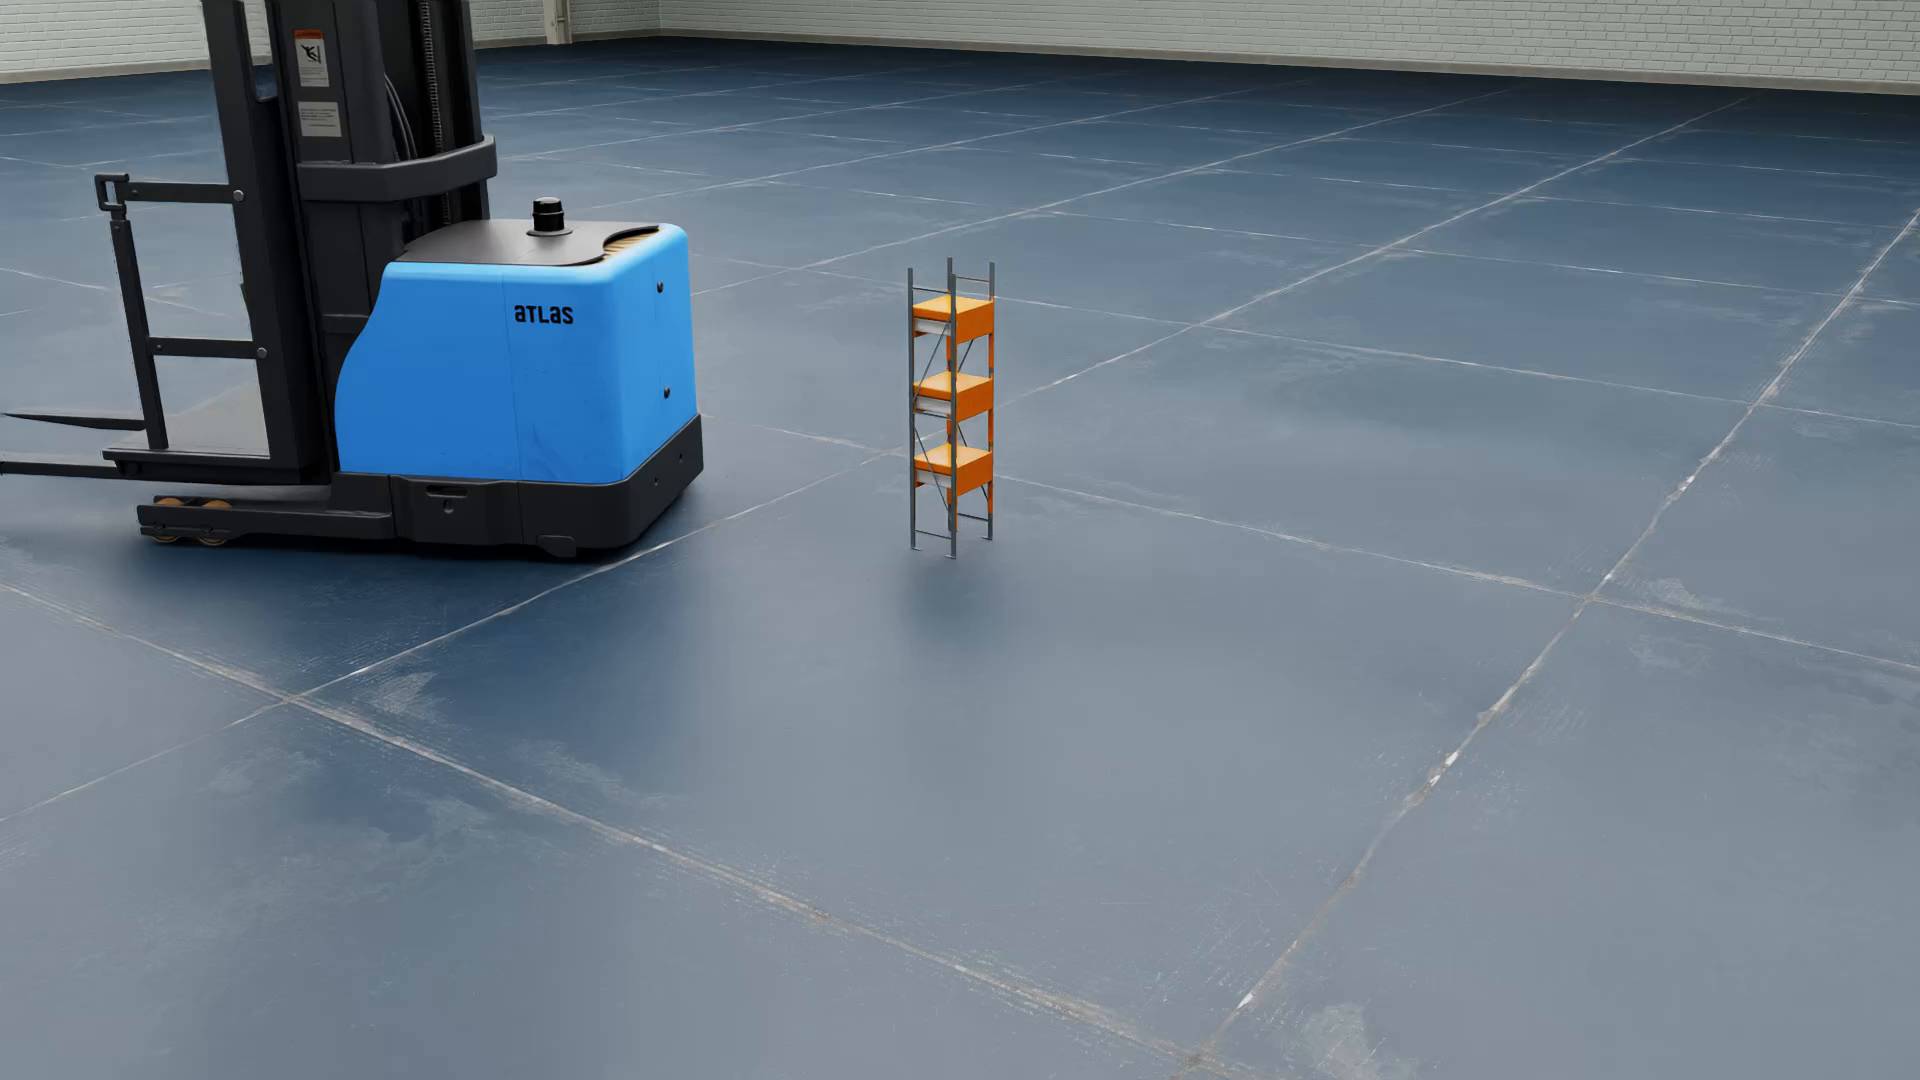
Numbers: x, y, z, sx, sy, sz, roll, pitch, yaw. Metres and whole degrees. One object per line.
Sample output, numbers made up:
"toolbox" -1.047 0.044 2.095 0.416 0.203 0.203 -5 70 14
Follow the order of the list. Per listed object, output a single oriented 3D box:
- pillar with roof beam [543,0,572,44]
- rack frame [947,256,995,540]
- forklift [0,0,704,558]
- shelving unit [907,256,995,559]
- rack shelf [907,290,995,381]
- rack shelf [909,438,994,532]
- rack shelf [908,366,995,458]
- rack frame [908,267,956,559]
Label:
"pillar with roof beam" -4.268 -13.085 28.667 9.100 9.000 0.400 13 24 32
"rack frame" 0.038 -0.512 6.136 0.200 1.050 0.008 13 24 32
"forklift" -2.618 -1.530 6.175 3.031 2.935 1.130 3 21 8
"shelving unit" -0.030 -0.477 6.041 0.215 1.050 0.252 13 24 32
"rack shelf" -0.030 -0.733 5.947 0.215 0.259 0.240 13 24 32
"rack shelf" -0.030 -0.206 6.141 0.215 0.259 0.240 13 24 32
"rack shelf" -0.030 -0.467 6.045 0.215 0.259 0.240 13 24 32
"rack frame" -0.099 -0.442 5.947 0.200 1.050 0.008 13 24 32
